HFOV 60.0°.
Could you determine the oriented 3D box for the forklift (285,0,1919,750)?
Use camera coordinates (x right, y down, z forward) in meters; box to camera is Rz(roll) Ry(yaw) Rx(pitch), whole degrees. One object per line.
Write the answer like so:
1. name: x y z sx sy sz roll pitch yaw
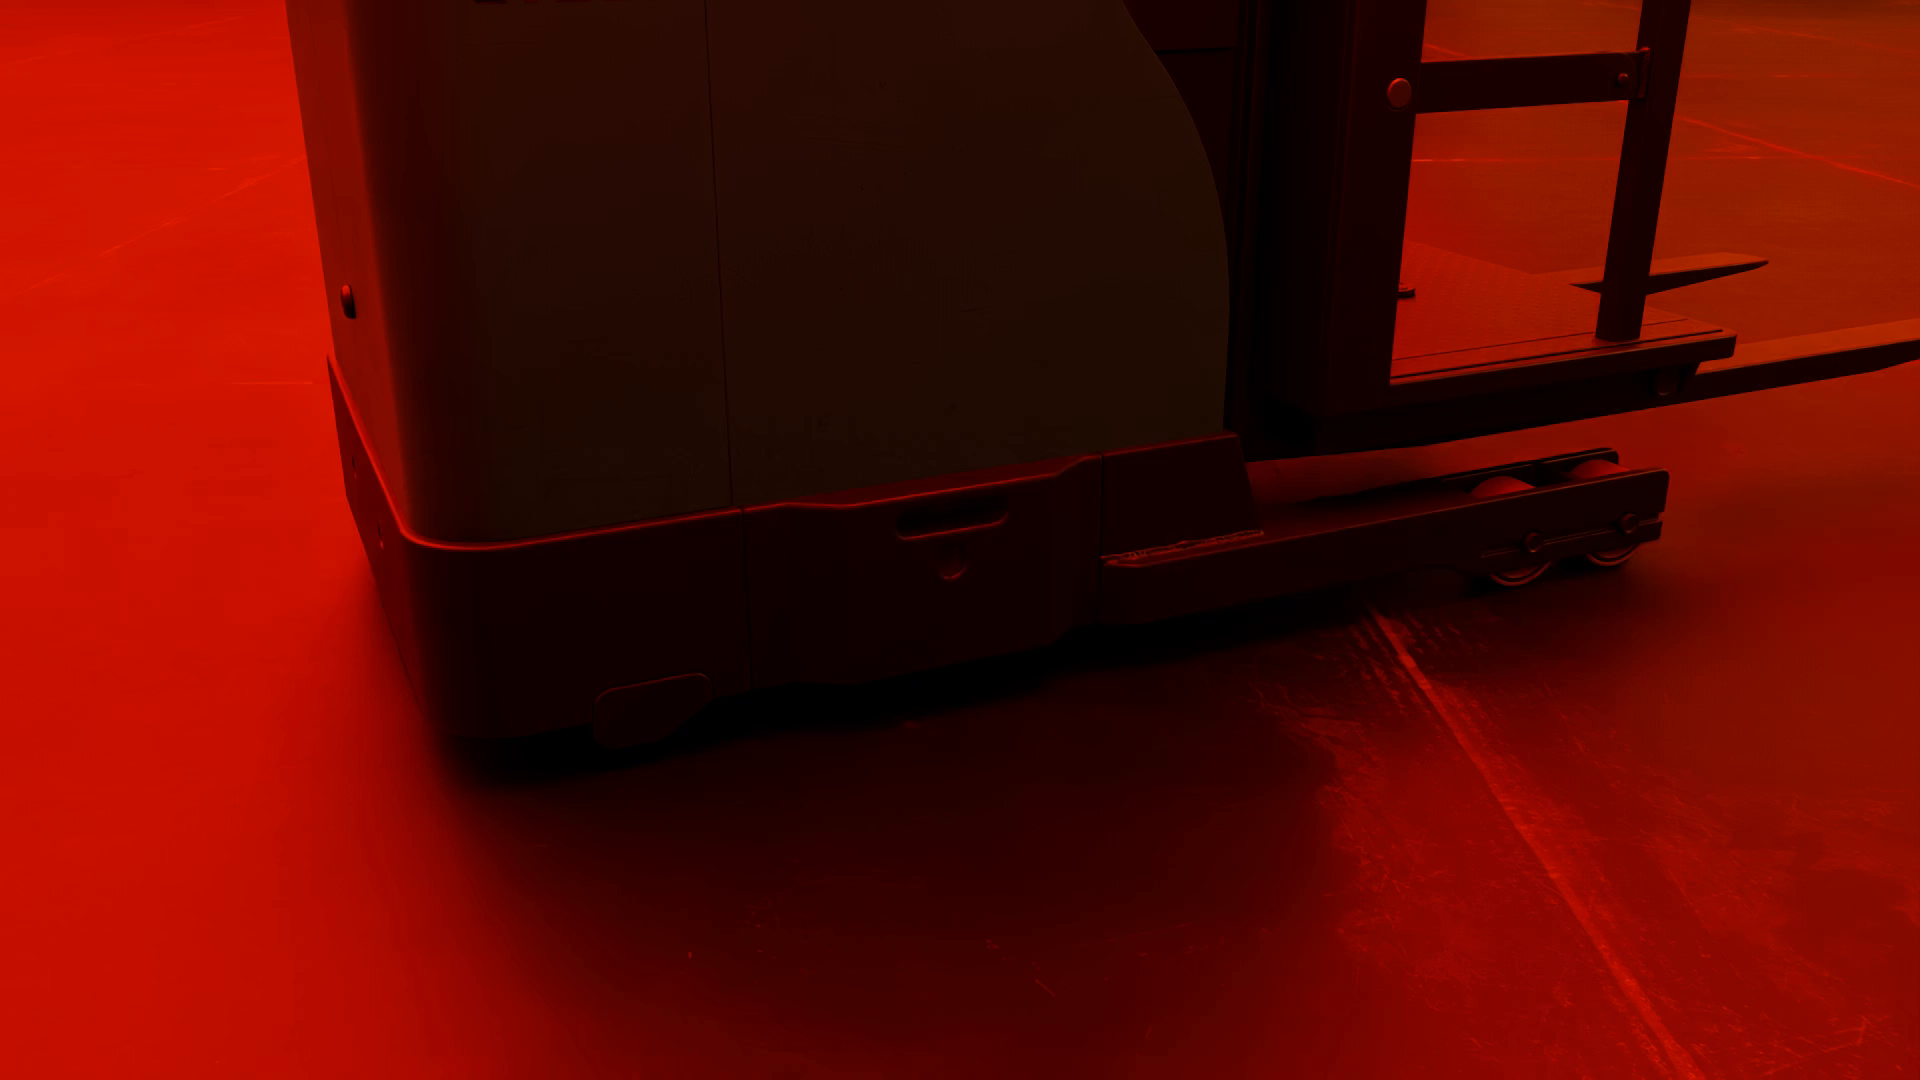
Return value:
1. forklift: 0.552 -1.458 2.439 3.031 2.935 1.130 -10 23 -23
